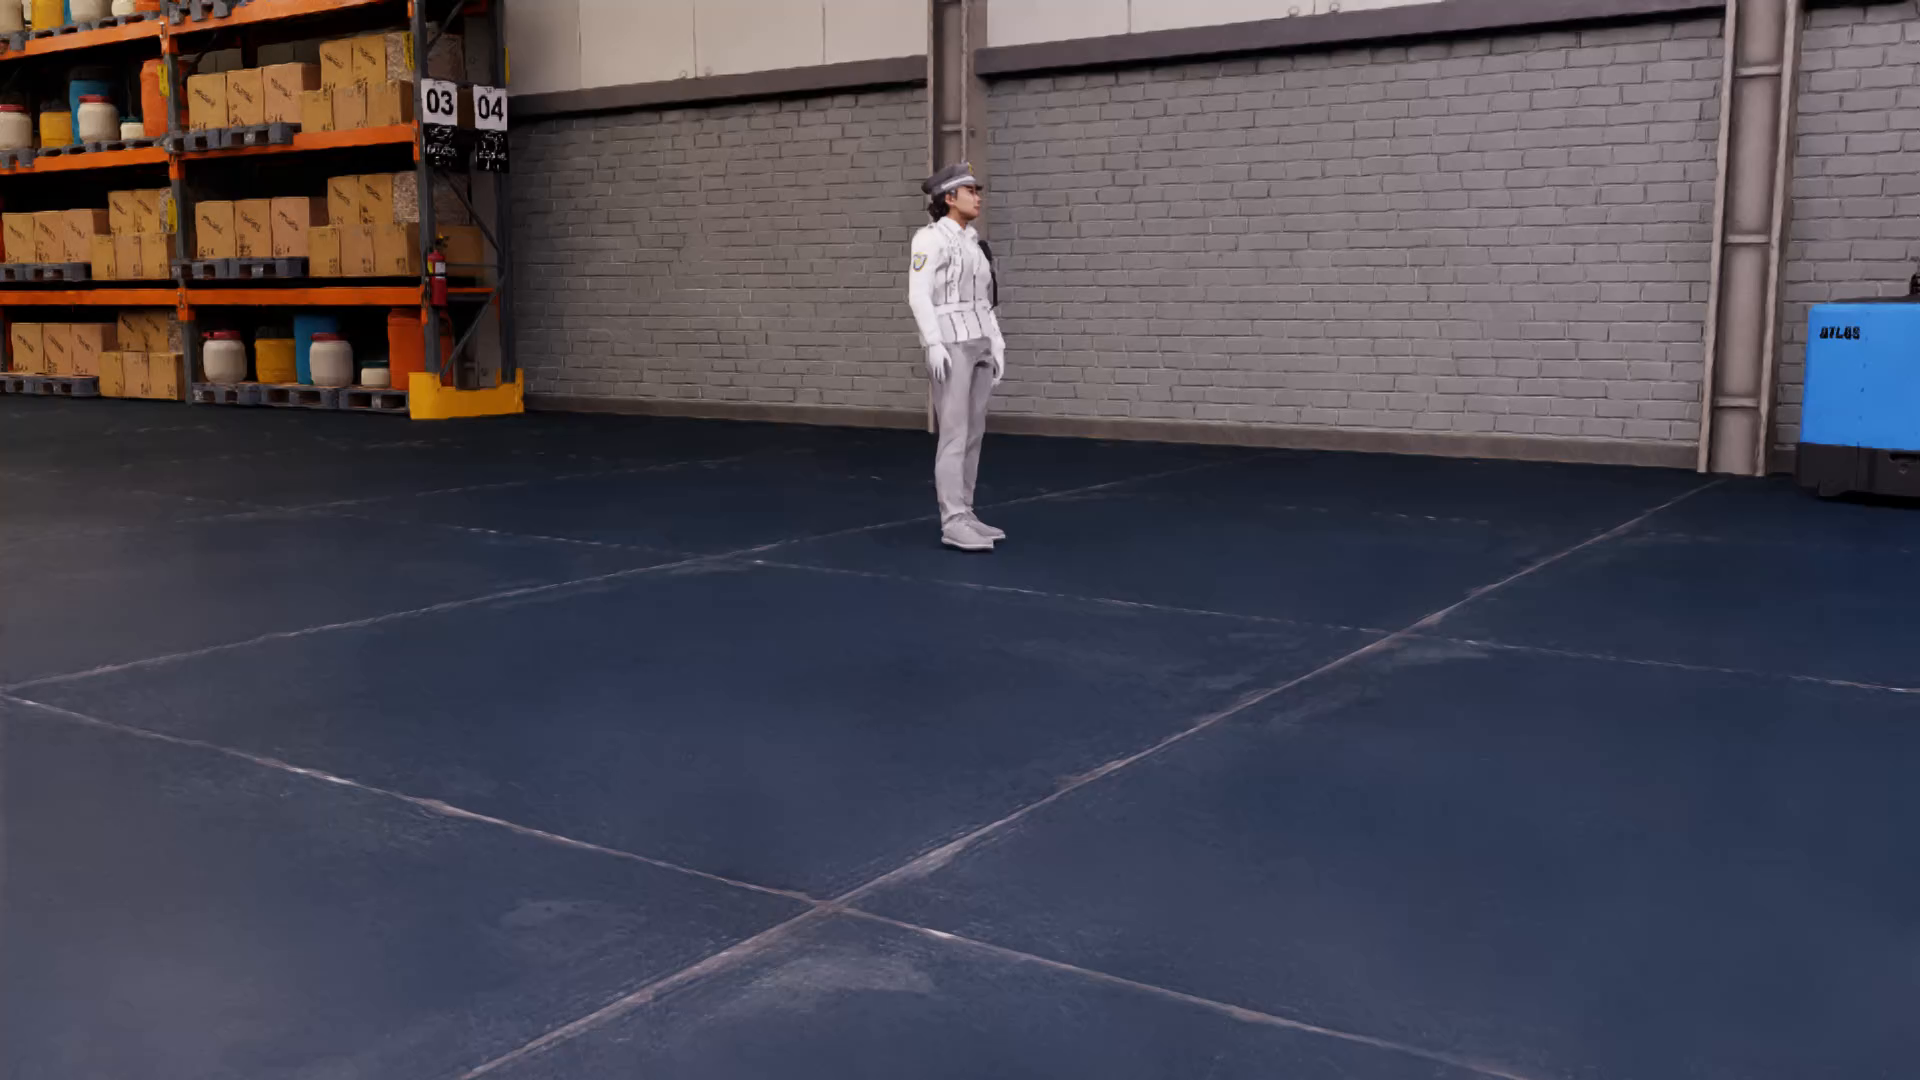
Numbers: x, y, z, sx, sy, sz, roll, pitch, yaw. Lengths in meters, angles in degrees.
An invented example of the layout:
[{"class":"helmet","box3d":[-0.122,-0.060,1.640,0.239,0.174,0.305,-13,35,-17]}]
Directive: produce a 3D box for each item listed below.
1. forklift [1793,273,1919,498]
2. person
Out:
[{"class":"forklift","box3d":[5.901,-1.555,8.131,1.130,2.935,3.031,-6,10,-36]},{"class":"person","box3d":[0.052,-0.840,7.440,0.533,1.695,0.586,5,10,34]}]
